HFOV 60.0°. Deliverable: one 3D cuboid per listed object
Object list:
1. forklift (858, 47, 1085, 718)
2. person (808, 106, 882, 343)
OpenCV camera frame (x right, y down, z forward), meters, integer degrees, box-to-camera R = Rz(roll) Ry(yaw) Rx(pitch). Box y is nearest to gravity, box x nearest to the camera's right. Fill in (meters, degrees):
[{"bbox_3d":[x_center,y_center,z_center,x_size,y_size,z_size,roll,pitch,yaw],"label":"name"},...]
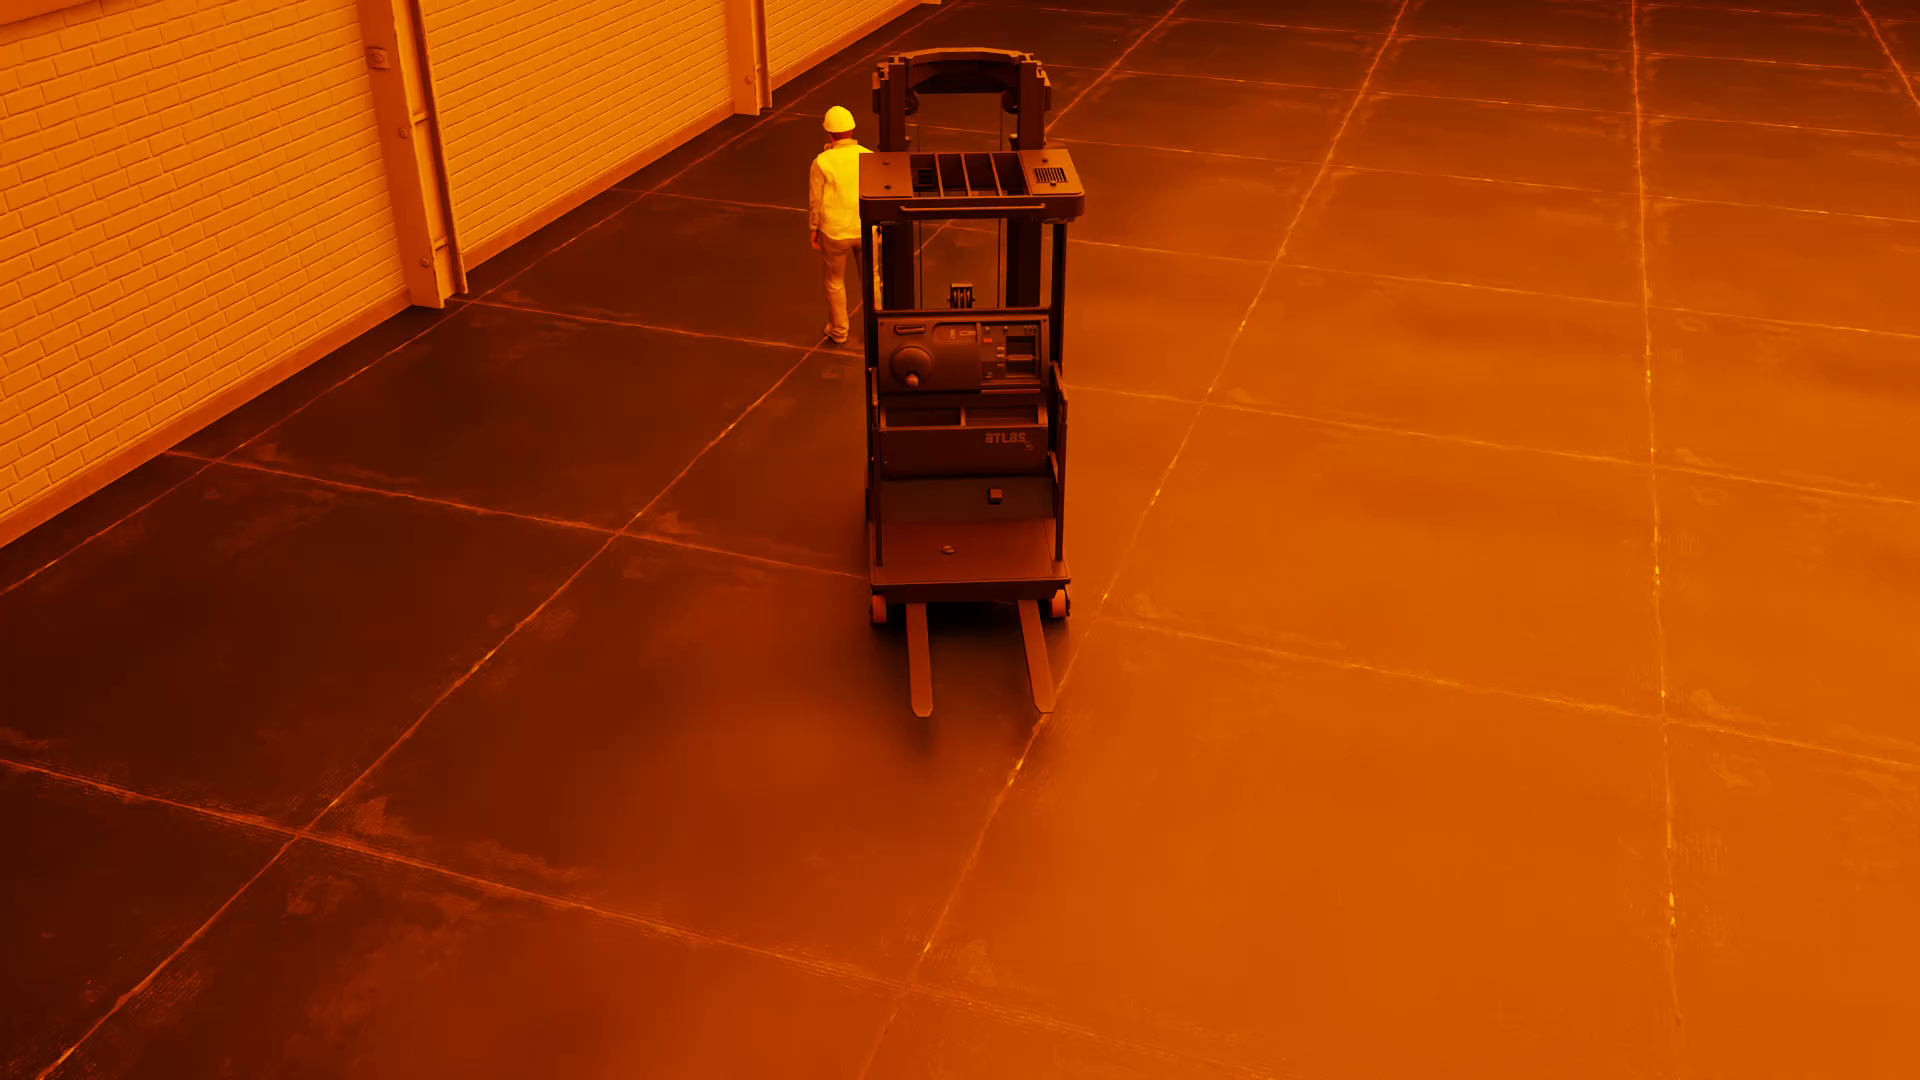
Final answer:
[{"bbox_3d":[0.035,-0.972,8.842,1.130,2.935,3.031,-2,30,-3],"label":"forklift"},{"bbox_3d":[-0.838,-2.337,12.409,0.592,1.770,0.465,-8,31,-14],"label":"person"}]
